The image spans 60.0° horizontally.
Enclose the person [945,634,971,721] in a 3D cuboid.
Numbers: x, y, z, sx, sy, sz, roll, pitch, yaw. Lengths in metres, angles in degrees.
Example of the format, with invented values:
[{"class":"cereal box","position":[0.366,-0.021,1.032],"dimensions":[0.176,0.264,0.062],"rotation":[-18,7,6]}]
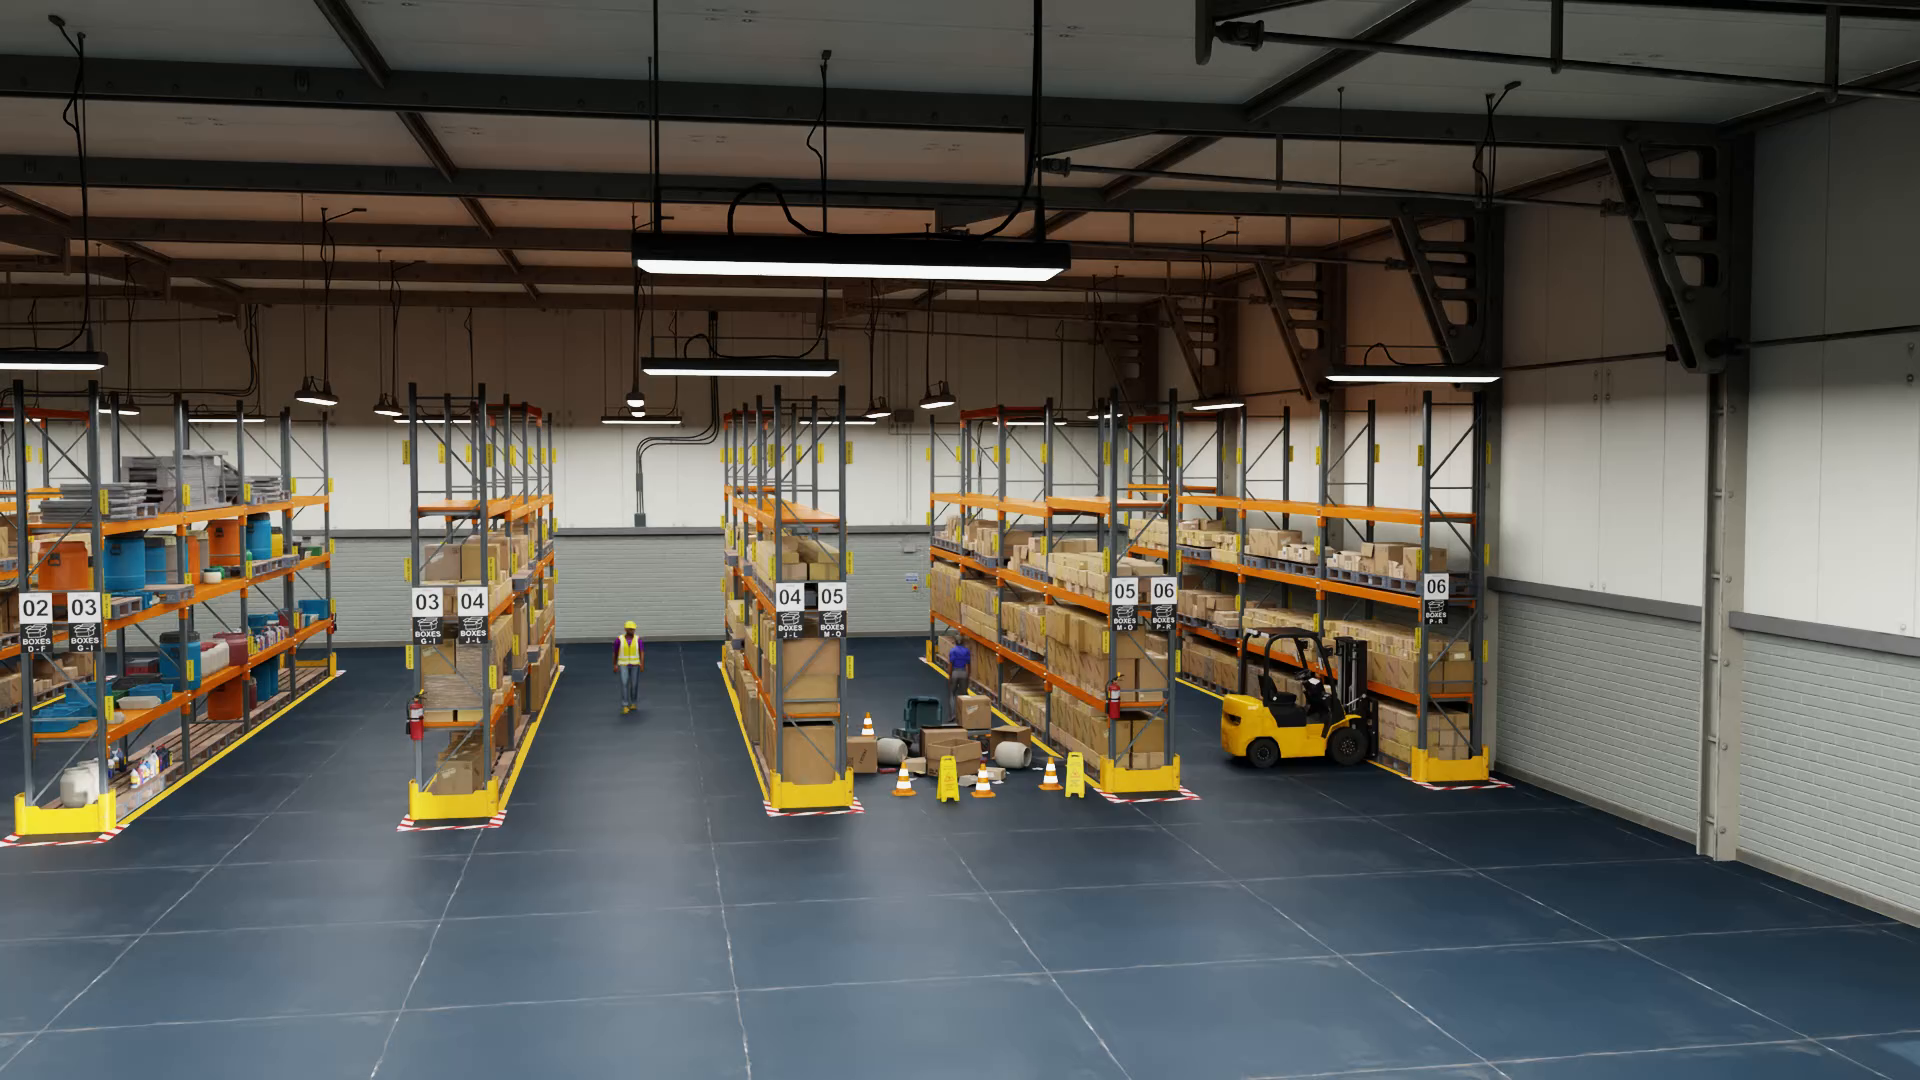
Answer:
[{"class":"person","position":[-0.006,2.632,31.221],"dimensions":[0.478,1.691,0.595],"rotation":[-1,3,-16]}]

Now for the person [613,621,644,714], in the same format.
[{"class":"person","position":[-6.462,2.490,32.564],"dimensions":[0.600,1.768,0.766],"rotation":[-1,3,-19]}]
